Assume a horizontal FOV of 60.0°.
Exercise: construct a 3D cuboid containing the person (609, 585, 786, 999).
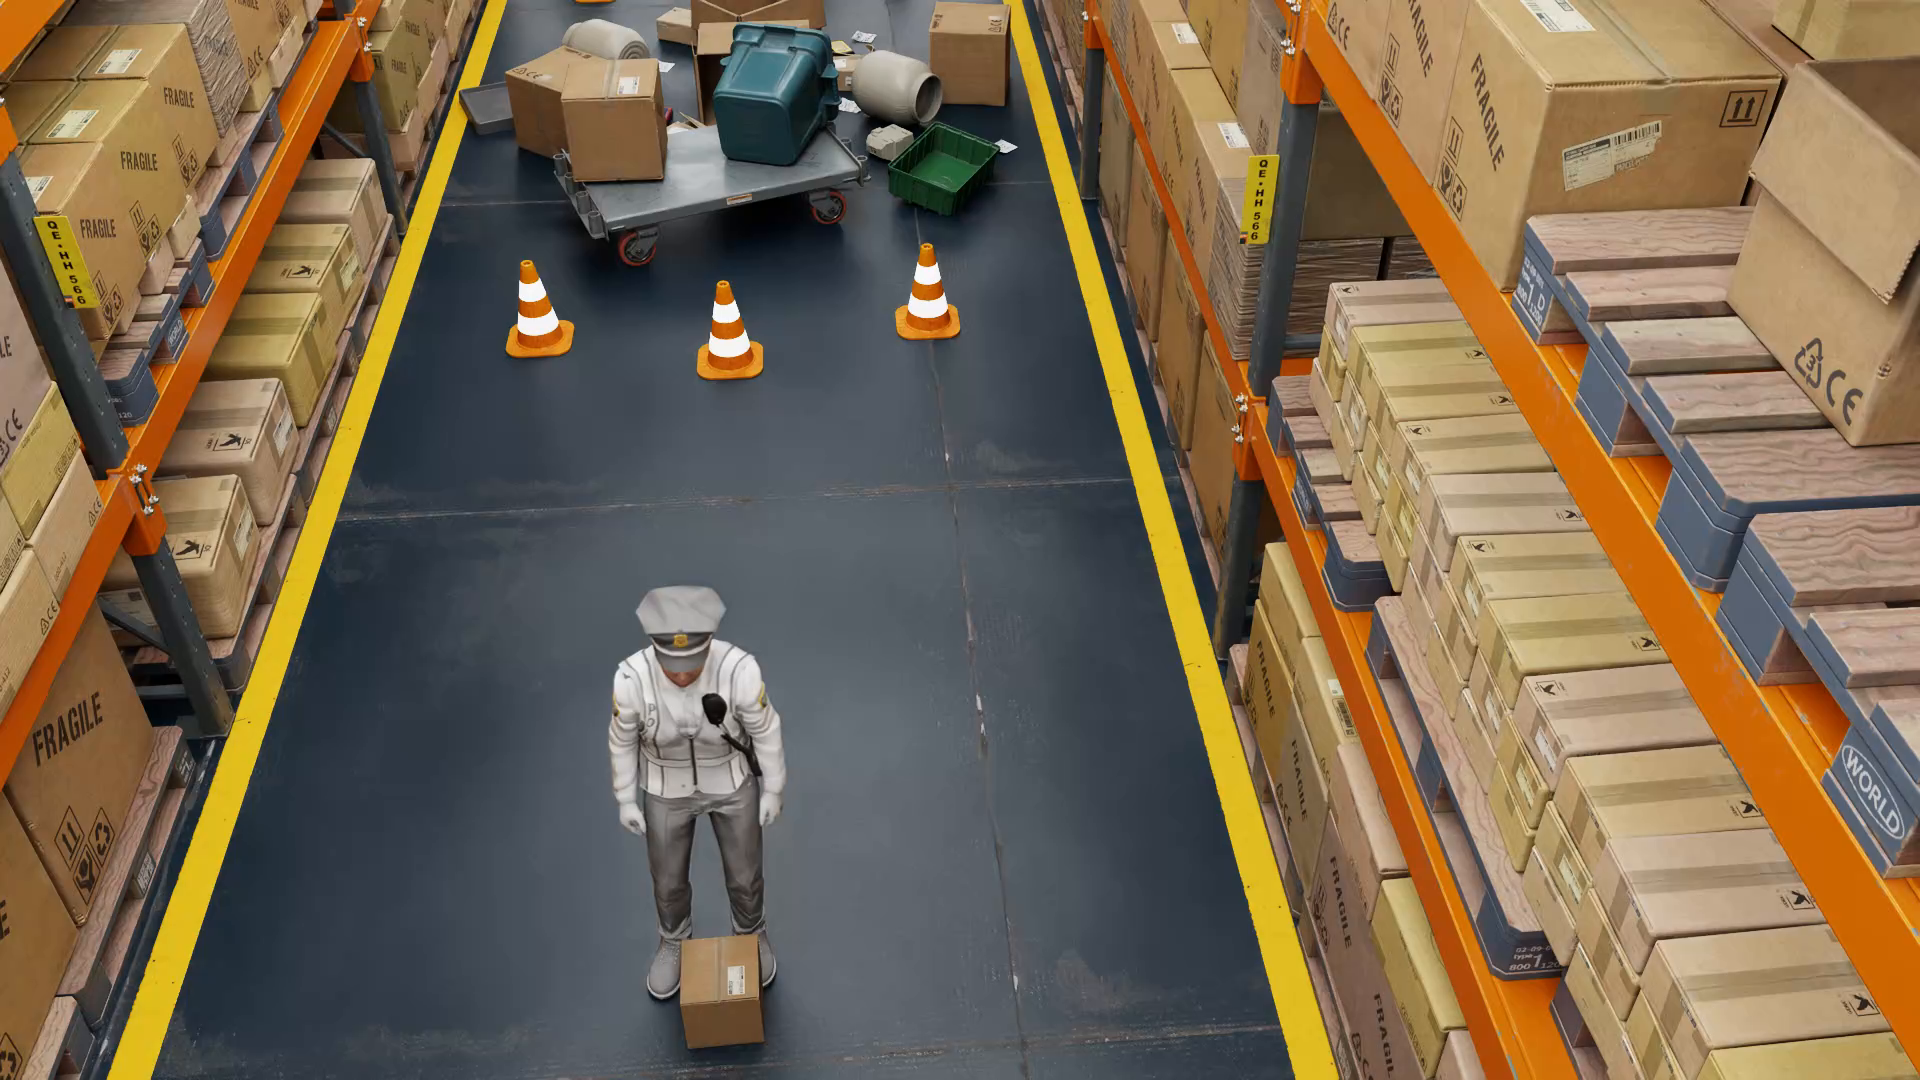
[{"bbox_3d":[-0.807,0.787,5.192,0.532,1.663,0.378,-4,39,-4],"label":"person"}]
